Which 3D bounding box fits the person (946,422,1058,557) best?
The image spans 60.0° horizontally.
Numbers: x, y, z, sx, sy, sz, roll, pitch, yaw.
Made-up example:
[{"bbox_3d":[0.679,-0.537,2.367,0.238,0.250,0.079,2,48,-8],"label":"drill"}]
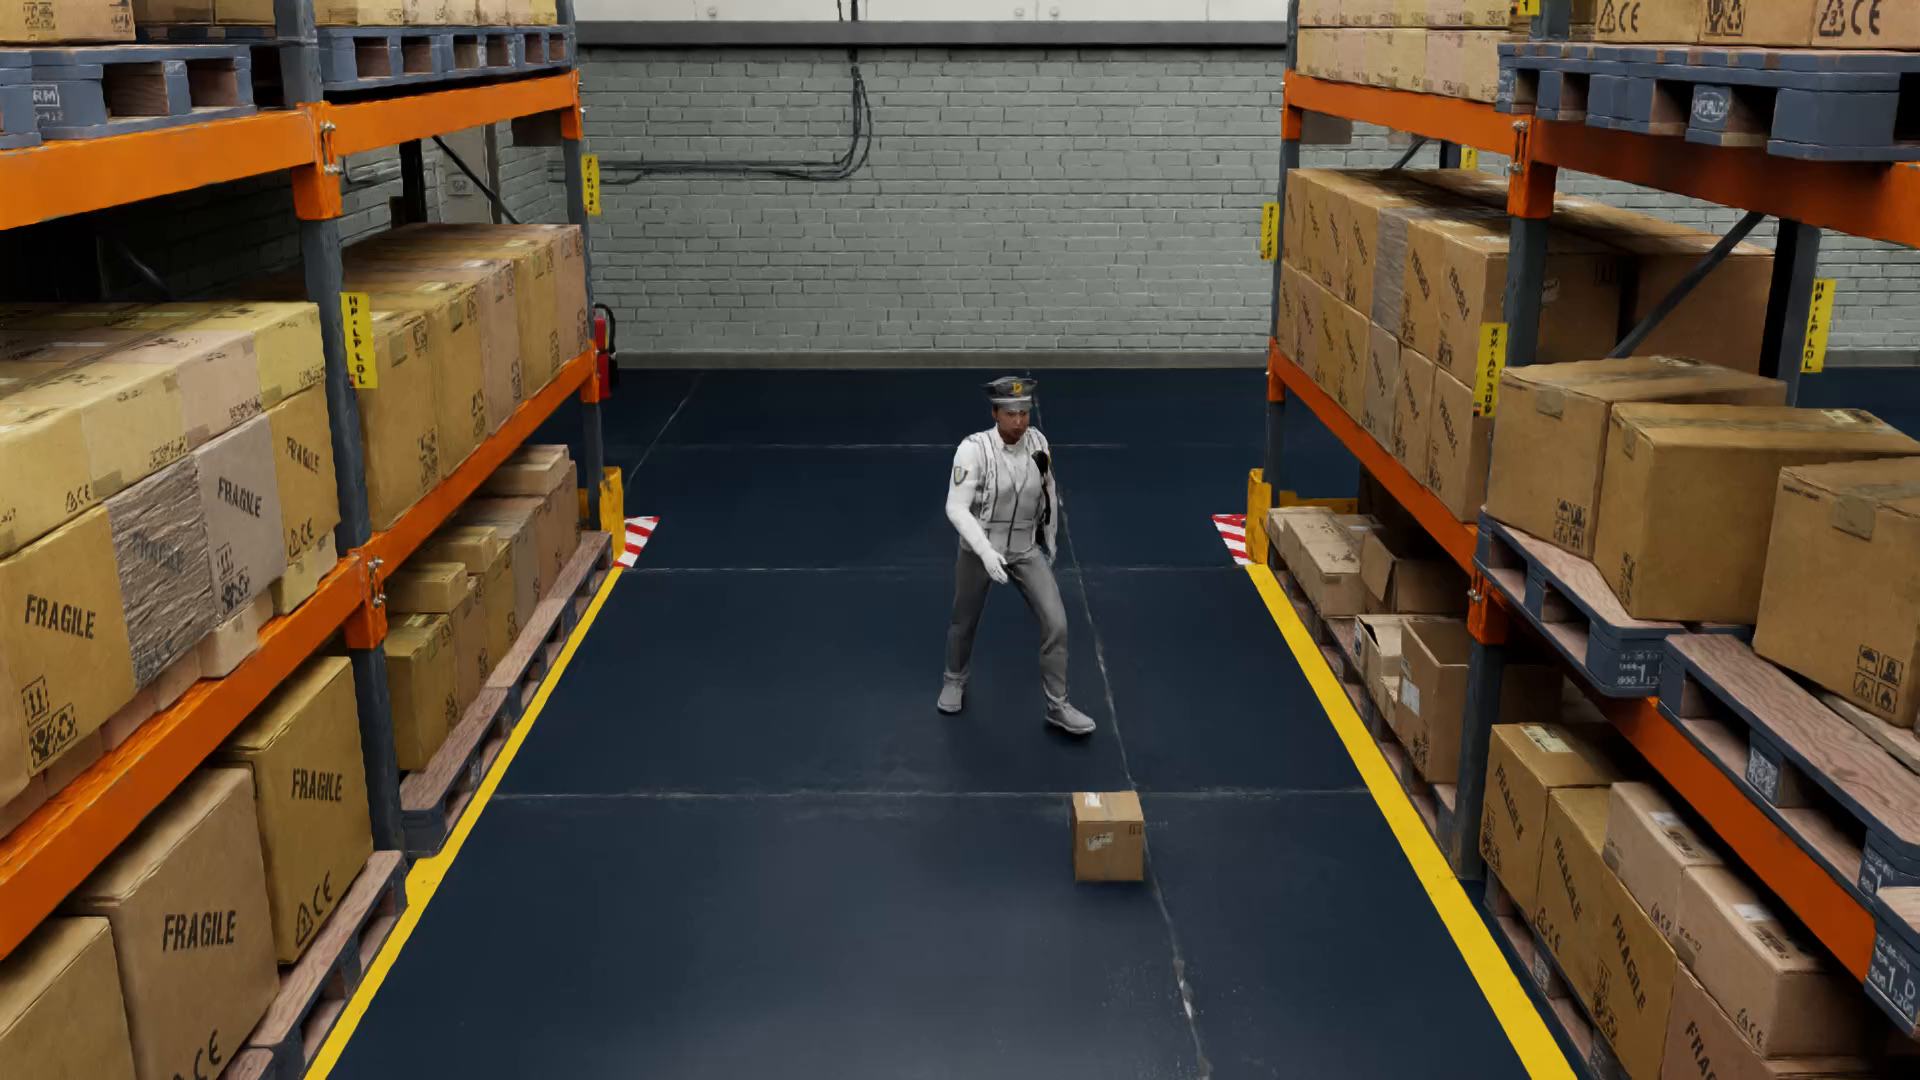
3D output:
[{"bbox_3d":[0.209,-0.233,7.299,0.596,0.585,0.434,-6,18,-17],"label":"person"}]
